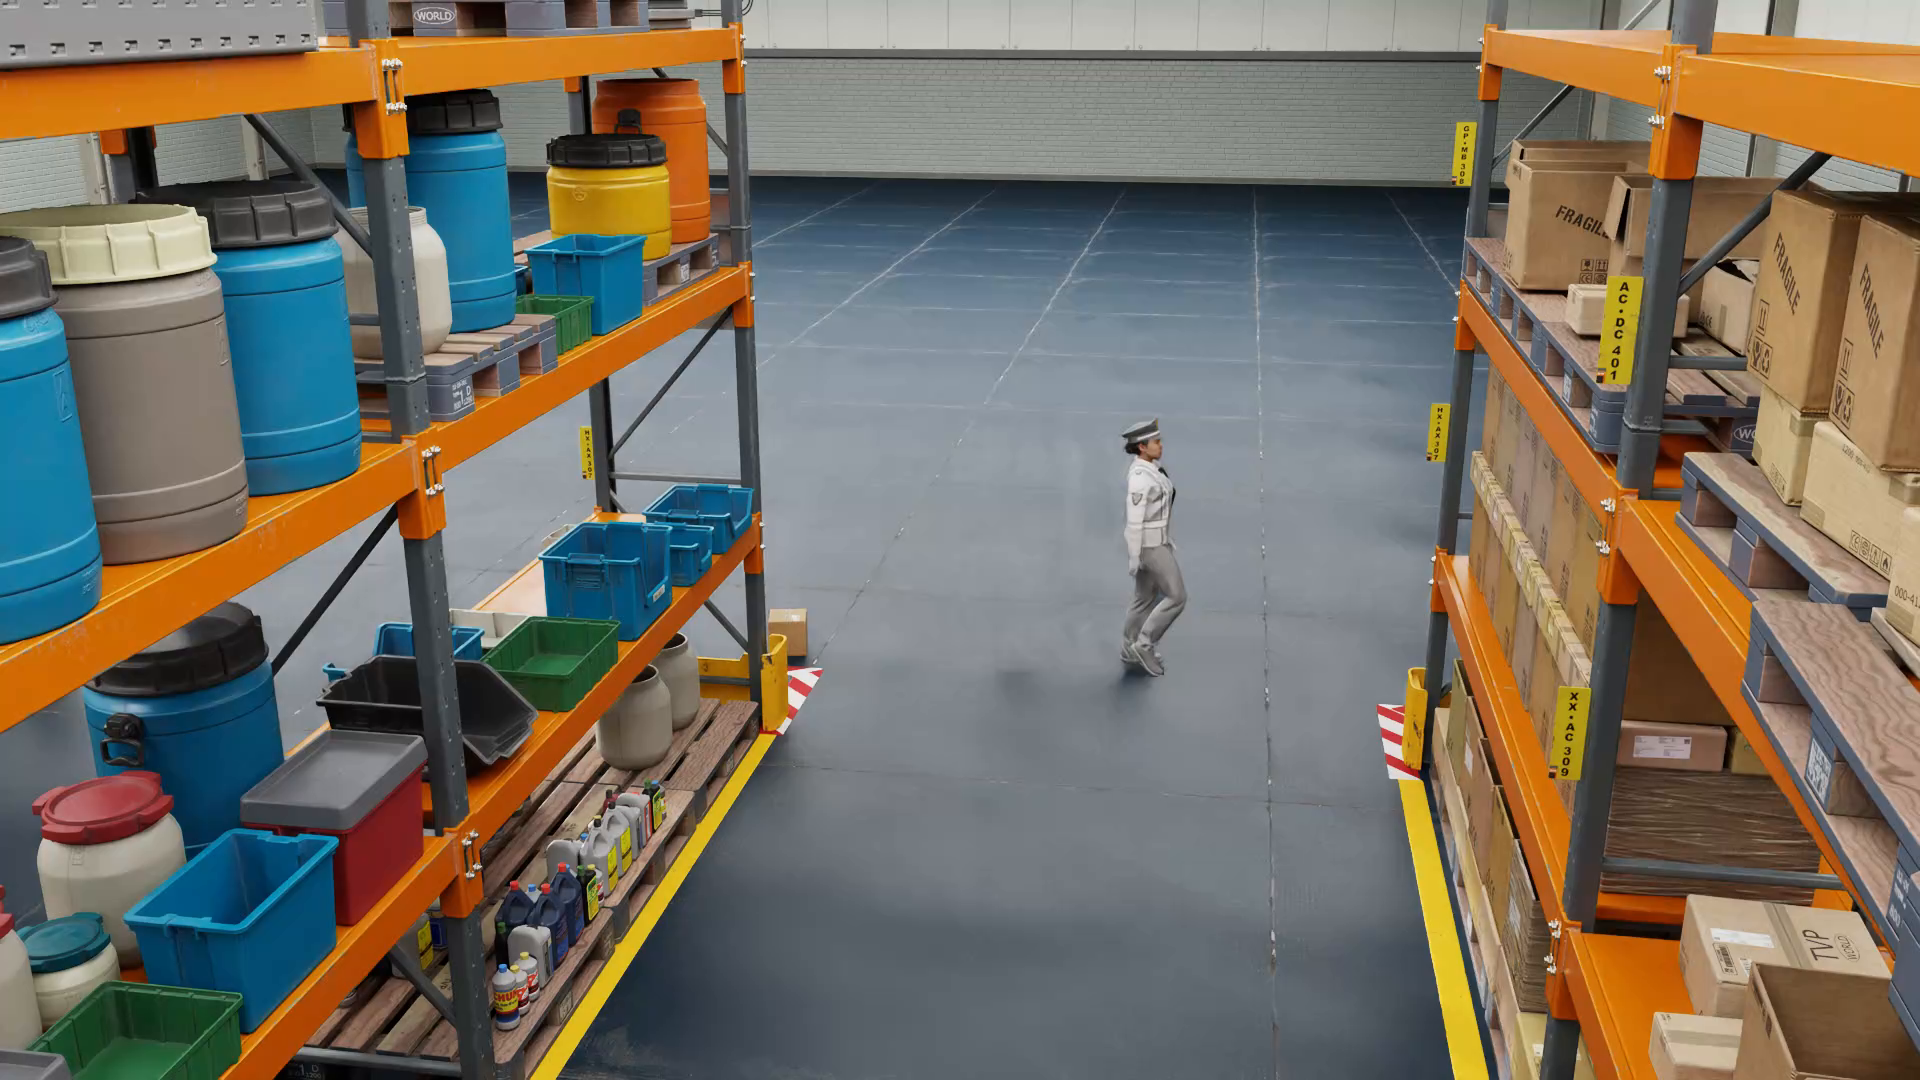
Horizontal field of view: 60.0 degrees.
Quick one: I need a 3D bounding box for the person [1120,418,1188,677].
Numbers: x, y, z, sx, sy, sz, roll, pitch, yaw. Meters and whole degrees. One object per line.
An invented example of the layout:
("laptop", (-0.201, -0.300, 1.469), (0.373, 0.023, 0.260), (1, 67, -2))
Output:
("person", (1.263, 0.045, 10.846), (0.460, 1.720, 0.486), (2, 18, 6))
